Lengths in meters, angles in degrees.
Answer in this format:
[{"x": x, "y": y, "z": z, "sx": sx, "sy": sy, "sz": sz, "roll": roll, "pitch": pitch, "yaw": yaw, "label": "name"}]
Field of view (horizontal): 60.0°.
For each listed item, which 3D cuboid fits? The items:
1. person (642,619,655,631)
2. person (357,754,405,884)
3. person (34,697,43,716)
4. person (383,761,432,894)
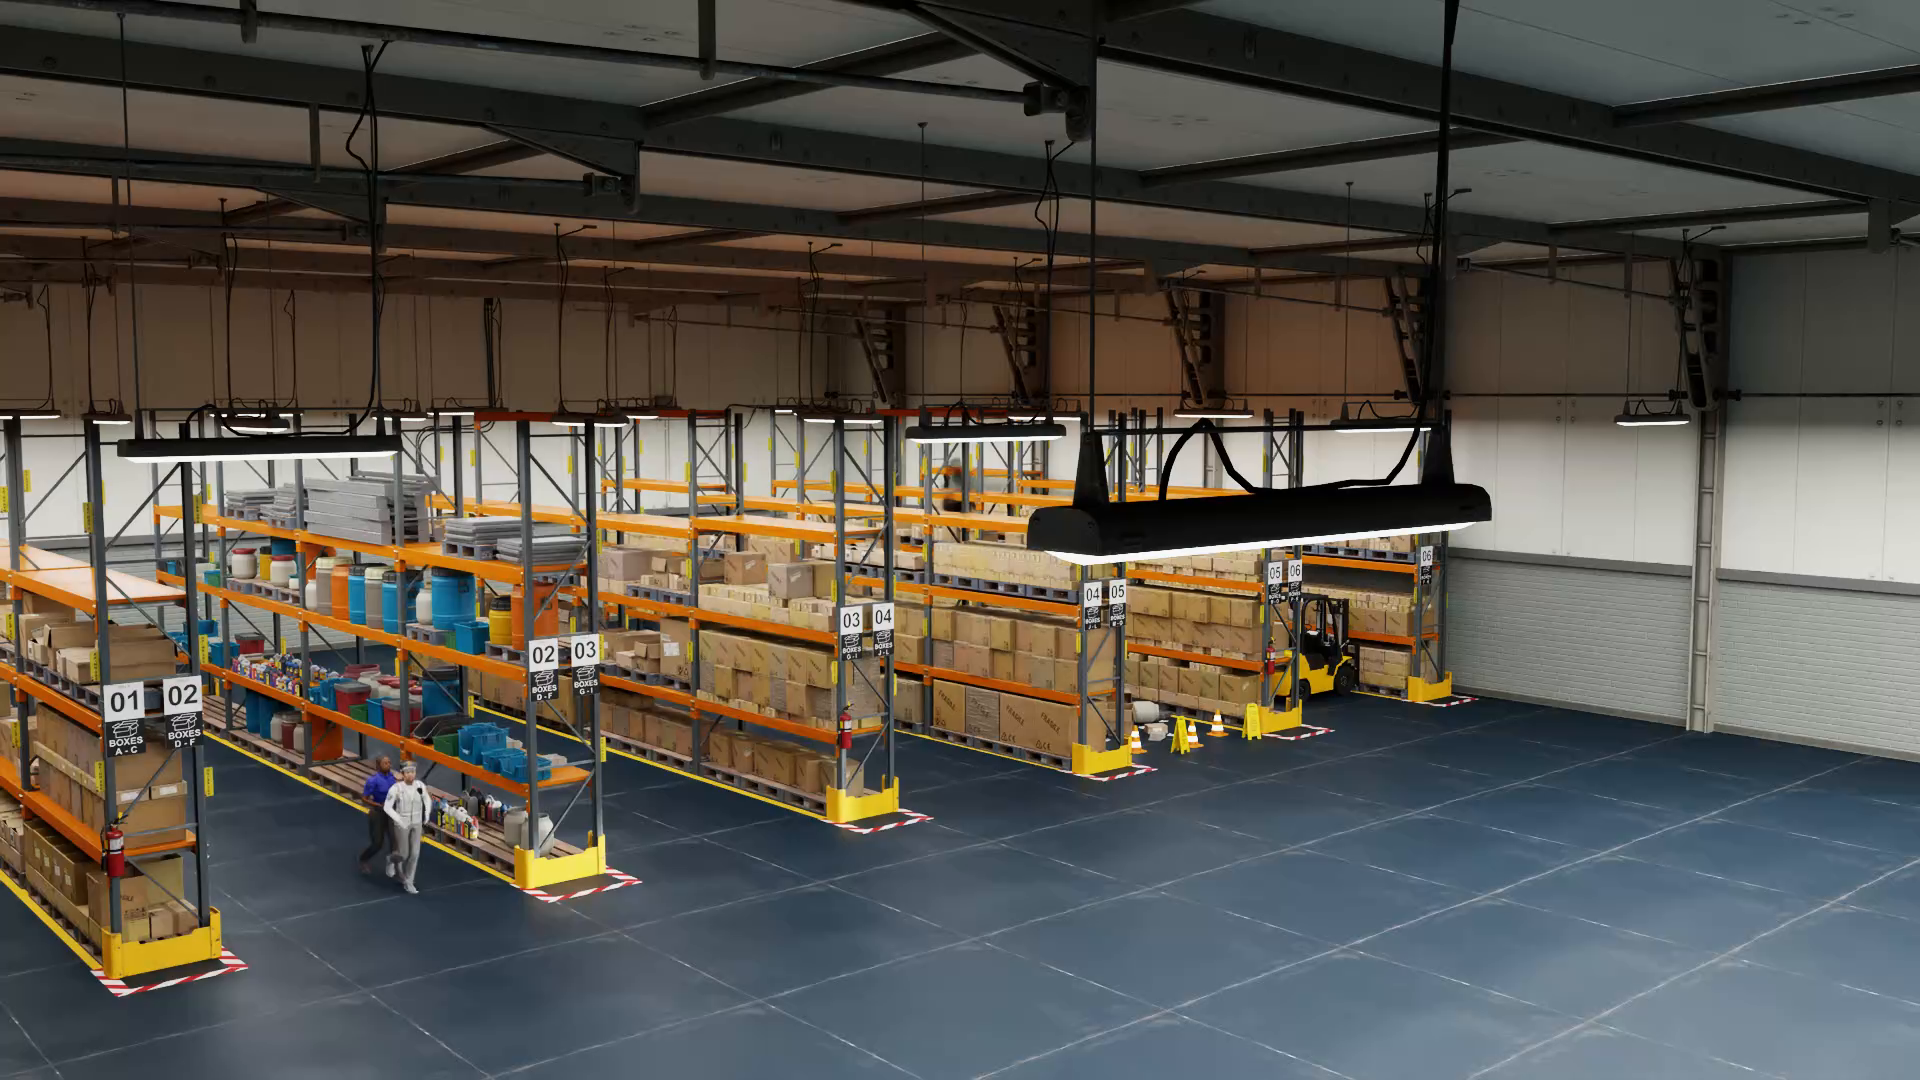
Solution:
[{"x": -7.970, "y": 1.873, "z": 41.987, "sx": 0.643, "sy": 1.555, "sz": 0.566, "roll": -3, "pitch": 6, "yaw": -33, "label": "person"}, {"x": -7.522, "y": 3.605, "z": 21.629, "sx": 0.883, "sy": 1.659, "sz": 0.583, "roll": 3, "pitch": 6, "yaw": 34, "label": "person"}, {"x": -16.742, "y": 2.768, "z": 30.459, "sx": 0.652, "sy": 1.824, "sz": 0.765, "roll": -5, "pitch": 7, "yaw": -45, "label": "person"}, {"x": -7.087, "y": 3.642, "z": 21.353, "sx": 0.632, "sy": 1.683, "sz": 0.684, "roll": -4, "pitch": 6, "yaw": -39, "label": "person"}]
